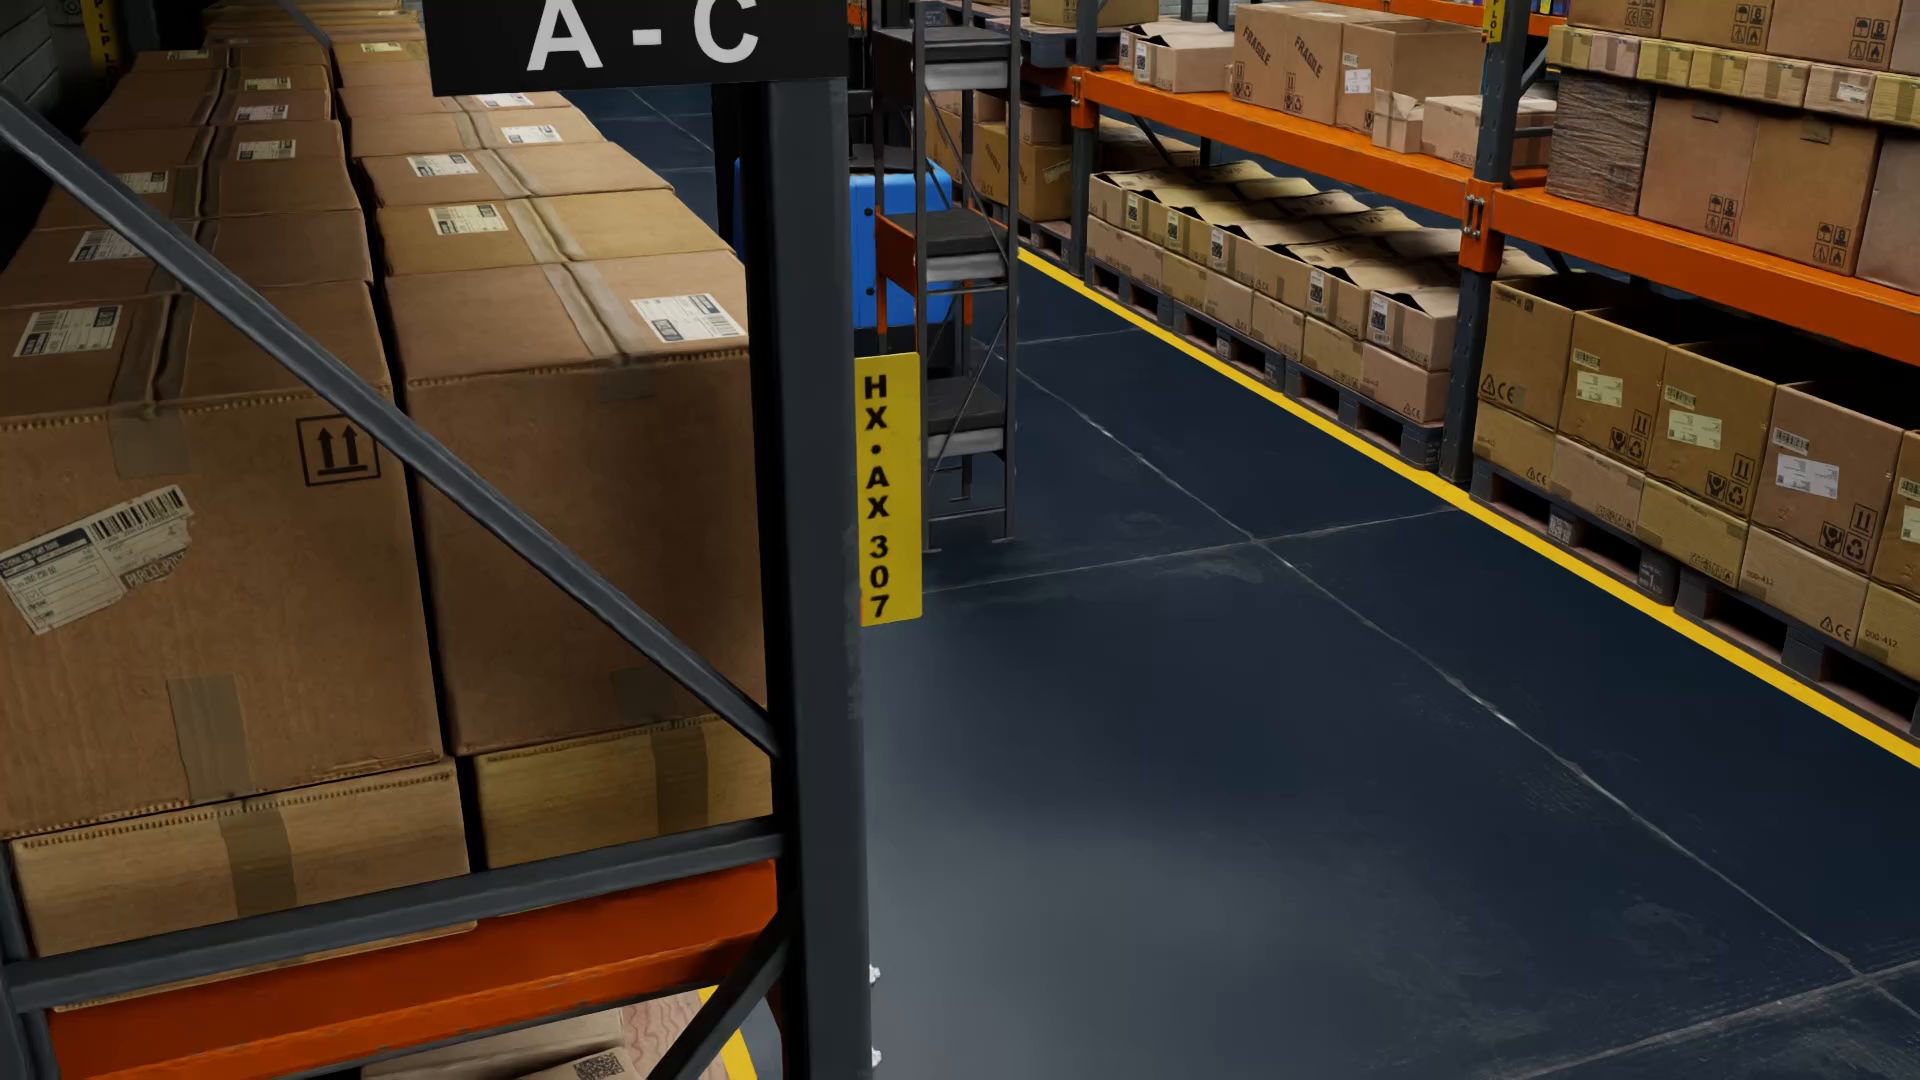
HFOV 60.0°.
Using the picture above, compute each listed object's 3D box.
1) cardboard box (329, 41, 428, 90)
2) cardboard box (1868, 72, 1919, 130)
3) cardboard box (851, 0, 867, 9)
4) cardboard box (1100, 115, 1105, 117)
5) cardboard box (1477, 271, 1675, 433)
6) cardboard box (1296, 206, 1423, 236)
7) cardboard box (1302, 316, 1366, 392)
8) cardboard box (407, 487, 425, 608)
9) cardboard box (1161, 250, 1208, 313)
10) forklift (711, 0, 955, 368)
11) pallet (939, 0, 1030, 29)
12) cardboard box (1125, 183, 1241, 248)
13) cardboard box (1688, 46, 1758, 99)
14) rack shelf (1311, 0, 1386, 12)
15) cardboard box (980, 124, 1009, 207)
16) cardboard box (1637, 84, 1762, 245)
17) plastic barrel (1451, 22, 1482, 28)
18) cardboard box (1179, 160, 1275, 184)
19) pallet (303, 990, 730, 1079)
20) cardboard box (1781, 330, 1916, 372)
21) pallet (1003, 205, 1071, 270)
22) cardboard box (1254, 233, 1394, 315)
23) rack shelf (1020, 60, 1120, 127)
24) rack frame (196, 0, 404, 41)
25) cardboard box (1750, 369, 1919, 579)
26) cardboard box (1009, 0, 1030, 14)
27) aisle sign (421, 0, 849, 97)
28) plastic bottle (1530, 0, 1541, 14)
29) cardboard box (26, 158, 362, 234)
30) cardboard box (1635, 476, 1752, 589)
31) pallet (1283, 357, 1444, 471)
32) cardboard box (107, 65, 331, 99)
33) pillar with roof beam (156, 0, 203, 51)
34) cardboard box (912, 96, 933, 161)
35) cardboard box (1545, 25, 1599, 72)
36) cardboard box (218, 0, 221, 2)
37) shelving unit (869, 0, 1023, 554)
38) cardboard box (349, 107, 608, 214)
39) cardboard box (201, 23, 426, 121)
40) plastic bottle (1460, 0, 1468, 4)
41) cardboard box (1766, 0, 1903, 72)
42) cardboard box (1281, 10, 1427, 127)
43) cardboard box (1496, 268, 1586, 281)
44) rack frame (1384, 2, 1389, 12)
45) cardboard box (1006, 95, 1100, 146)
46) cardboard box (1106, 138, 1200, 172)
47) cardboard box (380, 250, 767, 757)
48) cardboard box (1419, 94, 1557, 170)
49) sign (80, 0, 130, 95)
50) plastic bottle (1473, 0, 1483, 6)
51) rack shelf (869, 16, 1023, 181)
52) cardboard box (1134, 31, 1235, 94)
[{"bbox_3d":[-1.557,-1.189,4.910,0.500,0.500,0.500,-8,24,-19],"label":"cardboard box"},{"bbox_3d":[3.084,-1.372,5.179,0.380,0.149,0.250,-9,24,-19],"label":"cardboard box"},{"bbox_3d":[-0.623,-4.813,14.178,0.500,0.500,0.500,-8,24,-18],"label":"cardboard box"},{"bbox_3d":[0.762,-2.983,12.618,0.500,0.500,0.500,-9,25,-21],"label":"cardboard box"},{"bbox_3d":[2.491,-0.774,6.758,0.500,0.500,0.500,-8,24,-19],"label":"cardboard box"},{"bbox_3d":[2.163,-1.641,9.059,0.500,0.311,0.500,-8,24,-18],"label":"cardboard box"},{"bbox_3d":[2.025,-0.935,8.105,0.500,0.250,0.500,-9,24,-20],"label":"cardboard box"},{"bbox_3d":[-0.672,0.073,2.881,0.500,0.250,0.500,-9,25,-21],"label":"cardboard box"},{"bbox_3d":[1.485,-1.492,9.427,0.500,0.250,0.500,-9,24,-20],"label":"cardboard box"},{"bbox_3d":[-0.877,-2.719,9.427,1.130,2.935,3.031,-6,23,-13],"label":"forklift"},{"bbox_3d":[0.516,-3.784,12.114,1.003,0.211,1.213,-8,24,-19],"label":"pallet"},{"bbox_3d":[1.311,-1.931,9.748,0.500,0.311,0.500,-9,24,-20],"label":"cardboard box"},{"bbox_3d":[2.809,-1.654,5.849,0.380,0.149,0.250,-9,24,-19],"label":"cardboard box"},{"bbox_3d":[3.723,-5.694,17.323,1.077,0.370,4.000,-8,24,-19],"label":"rack shelf"},{"bbox_3d":[0.474,-2.713,11.977,0.500,0.500,0.500,-9,25,-21],"label":"cardboard box"},{"bbox_3d":[2.975,-1.408,6.100,0.700,0.500,0.500,-9,24,-20],"label":"cardboard box"},{"bbox_3d":[4.605,-4.325,15.310,0.600,0.901,0.708,-8,24,-19],"label":"plastic barrel"},{"bbox_3d":[1.622,-2.195,10.373,0.500,0.311,0.500,-8,24,-18],"label":"cardboard box"},{"bbox_3d":[-0.881,1.378,3.208,1.003,0.211,1.213,-8,24,-19],"label":"pallet"},{"bbox_3d":[3.334,-0.482,6.067,0.500,0.500,0.500,-8,24,-19],"label":"cardboard box"},{"bbox_3d":[0.978,-2.158,11.599,1.003,0.211,1.213,-8,24,-19],"label":"pallet"},{"bbox_3d":[1.845,-1.376,8.430,0.500,0.311,0.500,-8,24,-19],"label":"cardboard box"},{"bbox_3d":[0.500,-3.562,12.265,1.077,0.370,4.000,-8,24,-19],"label":"rack shelf"},{"bbox_3d":[-3.426,-2.486,8.785,1.000,3.000,0.127,-8,24,-19],"label":"rack frame"},{"bbox_3d":[3.023,-0.229,5.466,0.500,0.500,0.500,-8,24,-19],"label":"cardboard box"},{"bbox_3d":[0.734,-3.978,11.657,0.700,0.500,0.500,-4,23,-9],"label":"cardboard box"},{"bbox_3d":[-0.294,-0.792,1.420,0.394,0.787,0.004,-8,24,-19],"label":"aisle sign"},{"bbox_3d":[4.767,-4.505,13.640,0.144,0.351,0.185,-8,24,-19],"label":"plastic bottle"},{"bbox_3d":[-1.321,-0.378,2.987,0.500,0.500,0.500,-9,24,-20],"label":"cardboard box"},{"bbox_3d":[2.844,-0.065,6.042,0.500,0.250,0.500,-8,24,-19],"label":"cardboard box"},{"bbox_3d":[2.323,-0.691,8.117,1.003,0.211,1.213,-8,24,-19],"label":"pallet"},{"bbox_3d":[-1.863,-0.930,4.296,0.500,0.500,0.500,-8,24,-19],"label":"cardboard box"},{"bbox_3d":[-1.868,-7.430,12.792,9.100,9.000,0.400,-8,24,-19],"label":"pillar with roof beam"},{"bbox_3d":[-0.064,-3.270,13.297,0.500,0.500,0.500,-8,24,-18],"label":"cardboard box"},{"bbox_3d":[2.534,-1.934,6.513,0.380,0.149,0.250,-8,24,-19],"label":"cardboard box"},{"bbox_3d":[-2.790,-2.115,7.212,0.700,0.500,0.500,-8,24,-19],"label":"cardboard box"},{"bbox_3d":[-0.058,-1.028,6.485,0.431,2.100,0.503,-8,24,-19],"label":"shelving unit"},{"bbox_3d":[-1.023,-0.635,3.596,0.500,0.500,0.500,-8,24,-17],"label":"cardboard box"},{"bbox_3d":[-2.161,-1.471,5.682,0.700,0.500,0.500,-8,24,-19],"label":"cardboard box"},{"bbox_3d":[4.415,-4.772,14.466,0.097,0.201,0.097,0,23,0],"label":"plastic bottle"},{"bbox_3d":[3.139,-1.831,5.434,0.700,0.500,0.500,-8,24,-19],"label":"cardboard box"},{"bbox_3d":[2.001,-2.414,8.487,0.500,0.500,0.500,-8,24,-19],"label":"cardboard box"},{"bbox_3d":[2.707,-1.083,7.734,0.500,0.311,0.500,-8,24,-19],"label":"cardboard box"},{"bbox_3d":[4.429,-5.298,15.459,1.000,3.000,0.127,-8,24,-19],"label":"rack frame"},{"bbox_3d":[0.633,-2.891,11.433,0.500,0.250,0.500,-7,24,-17],"label":"cardboard box"},{"bbox_3d":[1.313,-2.422,11.287,0.500,0.500,0.500,-7,24,-17],"label":"cardboard box"},{"bbox_3d":[-0.487,-0.079,2.278,0.500,0.500,0.500,-8,24,-19],"label":"cardboard box"},{"bbox_3d":[2.405,-1.817,7.392,0.500,0.250,0.500,-7,24,-16],"label":"cardboard box"},{"bbox_3d":[-2.531,-1.488,4.929,0.100,0.325,0.005,-8,24,-19],"label":"sign"},{"bbox_3d":[4.473,-4.730,14.261,0.061,0.283,0.133,-8,24,-19],"label":"plastic bottle"},{"bbox_3d":[-0.058,-1.660,6.218,0.431,0.518,0.480,-8,24,-19],"label":"rack shelf"},{"bbox_3d":[1.342,-2.774,9.584,0.500,0.311,0.500,-9,24,-20],"label":"cardboard box"}]
